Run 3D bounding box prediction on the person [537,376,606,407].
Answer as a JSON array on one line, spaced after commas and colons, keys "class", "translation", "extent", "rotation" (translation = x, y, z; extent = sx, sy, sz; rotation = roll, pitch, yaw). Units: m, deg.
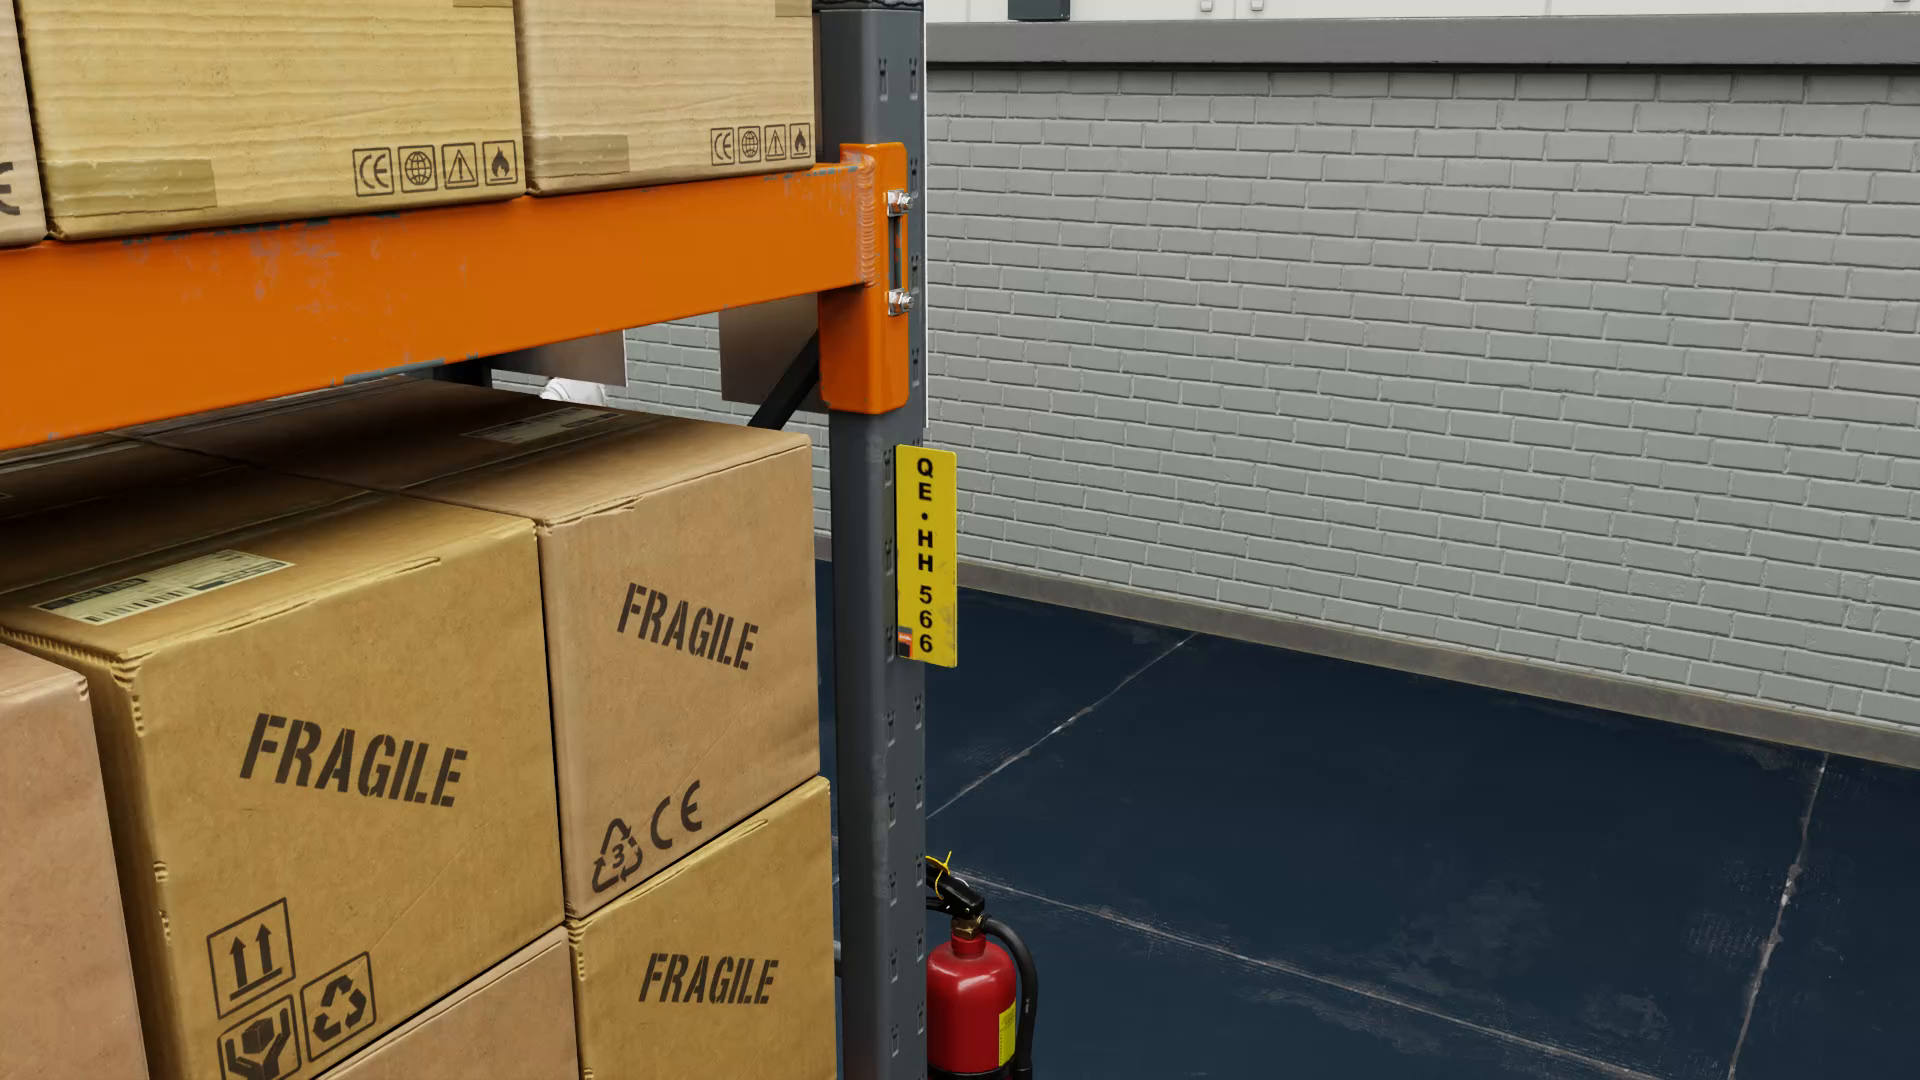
[{"class": "person", "translation": [-1.822, -0.203, 8.165], "extent": [0.547, 1.641, 0.456], "rotation": [9, 19, 28]}]
